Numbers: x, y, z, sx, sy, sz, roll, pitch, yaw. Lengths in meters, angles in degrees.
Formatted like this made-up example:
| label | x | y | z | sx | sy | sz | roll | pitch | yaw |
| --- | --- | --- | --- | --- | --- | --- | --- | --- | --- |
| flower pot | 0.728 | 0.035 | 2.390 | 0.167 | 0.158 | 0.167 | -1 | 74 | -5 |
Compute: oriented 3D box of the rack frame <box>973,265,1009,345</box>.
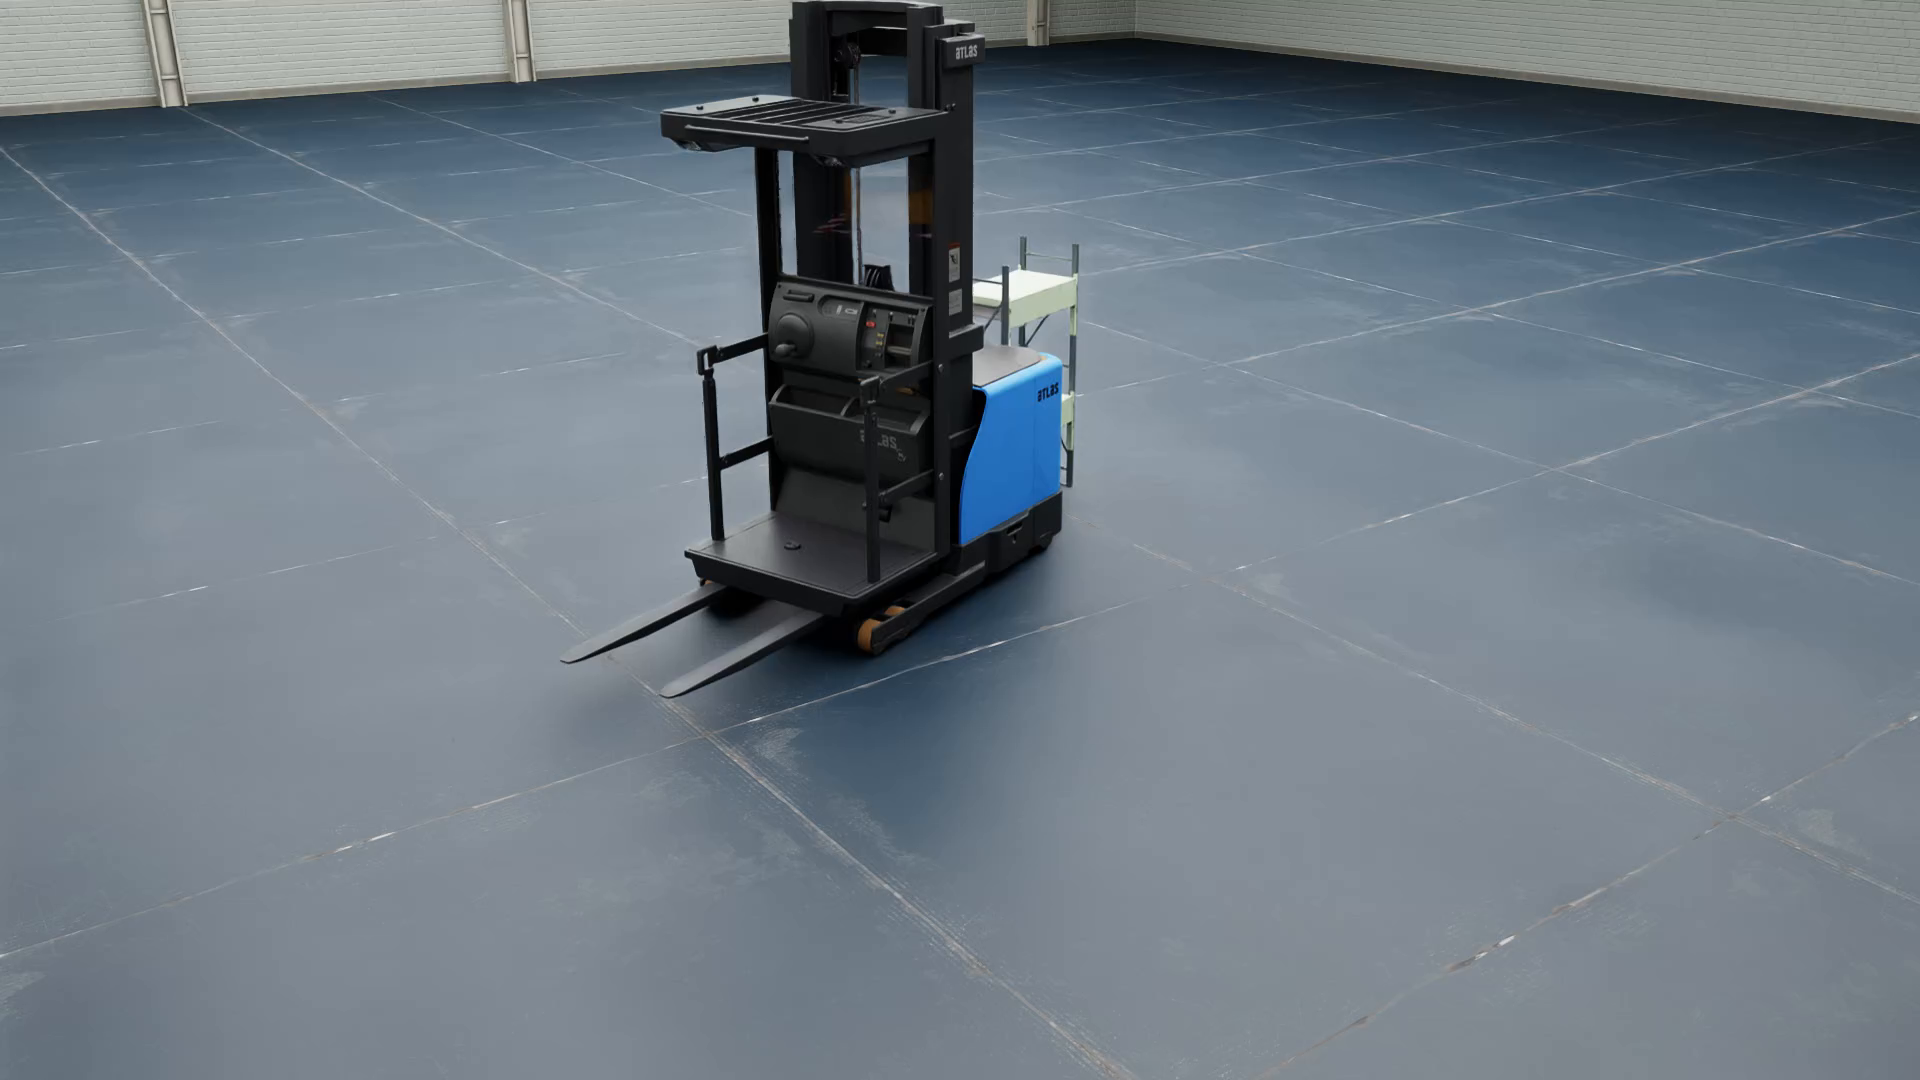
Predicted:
| label | x | y | z | sx | sy | sz | roll | pitch | yaw |
| --- | --- | --- | --- | --- | --- | --- | --- | --- | --- |
| rack frame | 0.101 | -0.848 | 9.499 | 0.400 | 1.500 | 0.023 | 15 | 26 | 33 |

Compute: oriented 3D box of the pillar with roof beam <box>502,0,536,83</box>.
| label | x | y | z | sx | sy | sz | roll | pitch | yaw |
| --- | --- | --- | --- | --- | --- | --- | --- | --- | --- |
| pillar with roof beam | -5.493 | -11.294 | 25.559 | 0.400 | 9.000 | 9.100 | -15 | 26 | -33 |

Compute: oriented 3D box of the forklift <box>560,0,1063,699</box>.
| label | x | y | z | sx | sy | sz | roll | pitch | yaw |
| --- | --- | --- | --- | --- | --- | --- | --- | --- | --- |
| forklift | -0.671 | -1.013 | 7.979 | 1.130 | 2.935 | 3.031 | 14 | 26 | 31 |

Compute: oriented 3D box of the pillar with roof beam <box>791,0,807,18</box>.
| label | x | y | z | sx | sy | sz | roll | pitch | yaw |
| --- | --- | --- | --- | --- | --- | --- | --- | --- | --- |
| pillar with roof beam | -0.623 | -12.593 | 28.813 | 0.400 | 9.000 | 9.100 | -15 | 26 | -33 |

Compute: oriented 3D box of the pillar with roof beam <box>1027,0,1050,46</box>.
| label | x | y | z | sx | sy | sz | roll | pitch | yaw |
| --- | --- | --- | --- | --- | --- | --- | --- | --- | --- |
| pillar with roof beam | 4.248 | -13.892 | 32.068 | 0.400 | 9.000 | 9.100 | -15 | 26 | -33 |

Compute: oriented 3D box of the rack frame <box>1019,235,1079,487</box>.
| label | x | y | z | sx | sy | sz | roll | pitch | yaw |
| --- | --- | --- | --- | --- | --- | --- | --- | --- | --- |
| rack frame | 0.525 | -1.069 | 10.053 | 0.400 | 1.500 | 0.023 | 15 | 26 | 33 |

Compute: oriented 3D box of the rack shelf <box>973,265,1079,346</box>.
| label | x | y | z | sx | sy | sz | roll | pitch | yaw |
| --- | --- | --- | --- | --- | --- | --- | --- | --- | --- |
| rack shelf | 0.313 | -1.321 | 9.631 | 0.431 | 0.370 | 0.720 | 15 | 26 | 33 |

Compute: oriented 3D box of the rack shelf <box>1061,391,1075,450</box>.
| label | x | y | z | sx | sy | sz | roll | pitch | yaw |
| --- | --- | --- | --- | --- | --- | --- | --- | --- | --- |
| rack shelf | 0.313 | -0.656 | 9.897 | 0.431 | 0.370 | 0.720 | 15 | 26 | 33 |

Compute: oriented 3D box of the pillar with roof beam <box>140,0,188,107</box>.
| label | x | y | z | sx | sy | sz | roll | pitch | yaw |
| --- | --- | --- | --- | --- | --- | --- | --- | --- | --- |
| pillar with roof beam | -10.364 | -9.996 | 22.304 | 0.400 | 9.000 | 9.100 | -15 | 26 | -33 |

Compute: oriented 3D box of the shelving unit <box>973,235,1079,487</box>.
| label | x | y | z | sx | sy | sz | roll | pitch | yaw |
| --- | --- | --- | --- | --- | --- | --- | --- | --- | --- |
| shelving unit | 0.313 | -0.959 | 9.776 | 0.431 | 1.500 | 0.755 | 15 | 26 | 33 |
